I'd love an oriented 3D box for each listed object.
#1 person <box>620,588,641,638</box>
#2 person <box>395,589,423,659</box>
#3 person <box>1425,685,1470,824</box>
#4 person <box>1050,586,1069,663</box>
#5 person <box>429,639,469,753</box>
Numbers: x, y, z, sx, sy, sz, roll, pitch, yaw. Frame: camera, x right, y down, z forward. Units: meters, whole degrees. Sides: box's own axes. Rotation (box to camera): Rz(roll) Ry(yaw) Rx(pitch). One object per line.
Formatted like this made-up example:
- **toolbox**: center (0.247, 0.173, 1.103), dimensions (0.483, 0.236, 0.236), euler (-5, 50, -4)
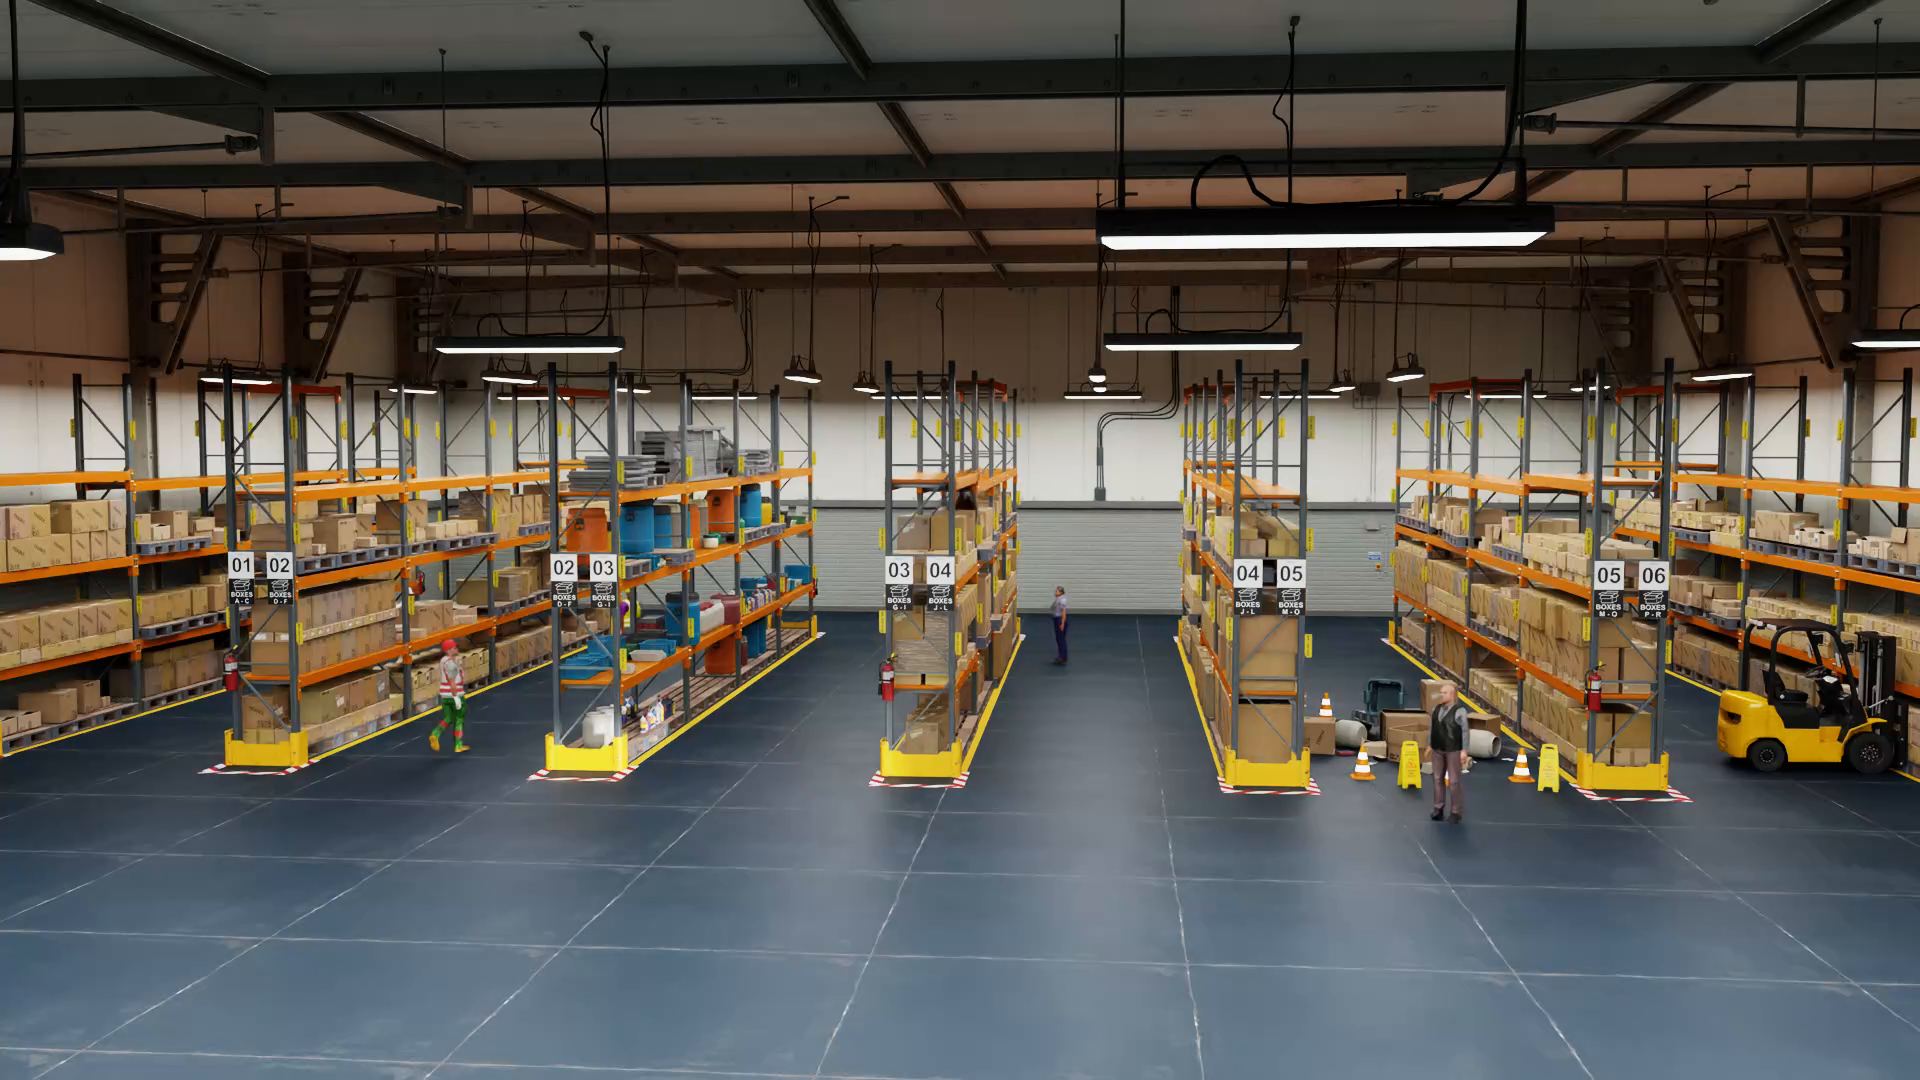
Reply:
- **person**: center (-6.786, 1.833, 34.723), dimensions (0.563, 1.762, 0.596), euler (1, 4, 15)
- **person**: center (-11.392, 1.869, 34.450), dimensions (0.730, 1.718, 1.052), euler (0, 4, 3)
- **person**: center (6.251, 2.739, 21.406), dimensions (0.405, 1.733, 0.562), euler (-3, 5, -37)
- **person**: center (2.146, 1.823, 35.901), dimensions (0.363, 1.634, 0.554), euler (-1, 4, -9)
- **person**: center (-7.894, 2.415, 25.690), dimensions (0.514, 1.778, 0.727), euler (2, 4, 30)
